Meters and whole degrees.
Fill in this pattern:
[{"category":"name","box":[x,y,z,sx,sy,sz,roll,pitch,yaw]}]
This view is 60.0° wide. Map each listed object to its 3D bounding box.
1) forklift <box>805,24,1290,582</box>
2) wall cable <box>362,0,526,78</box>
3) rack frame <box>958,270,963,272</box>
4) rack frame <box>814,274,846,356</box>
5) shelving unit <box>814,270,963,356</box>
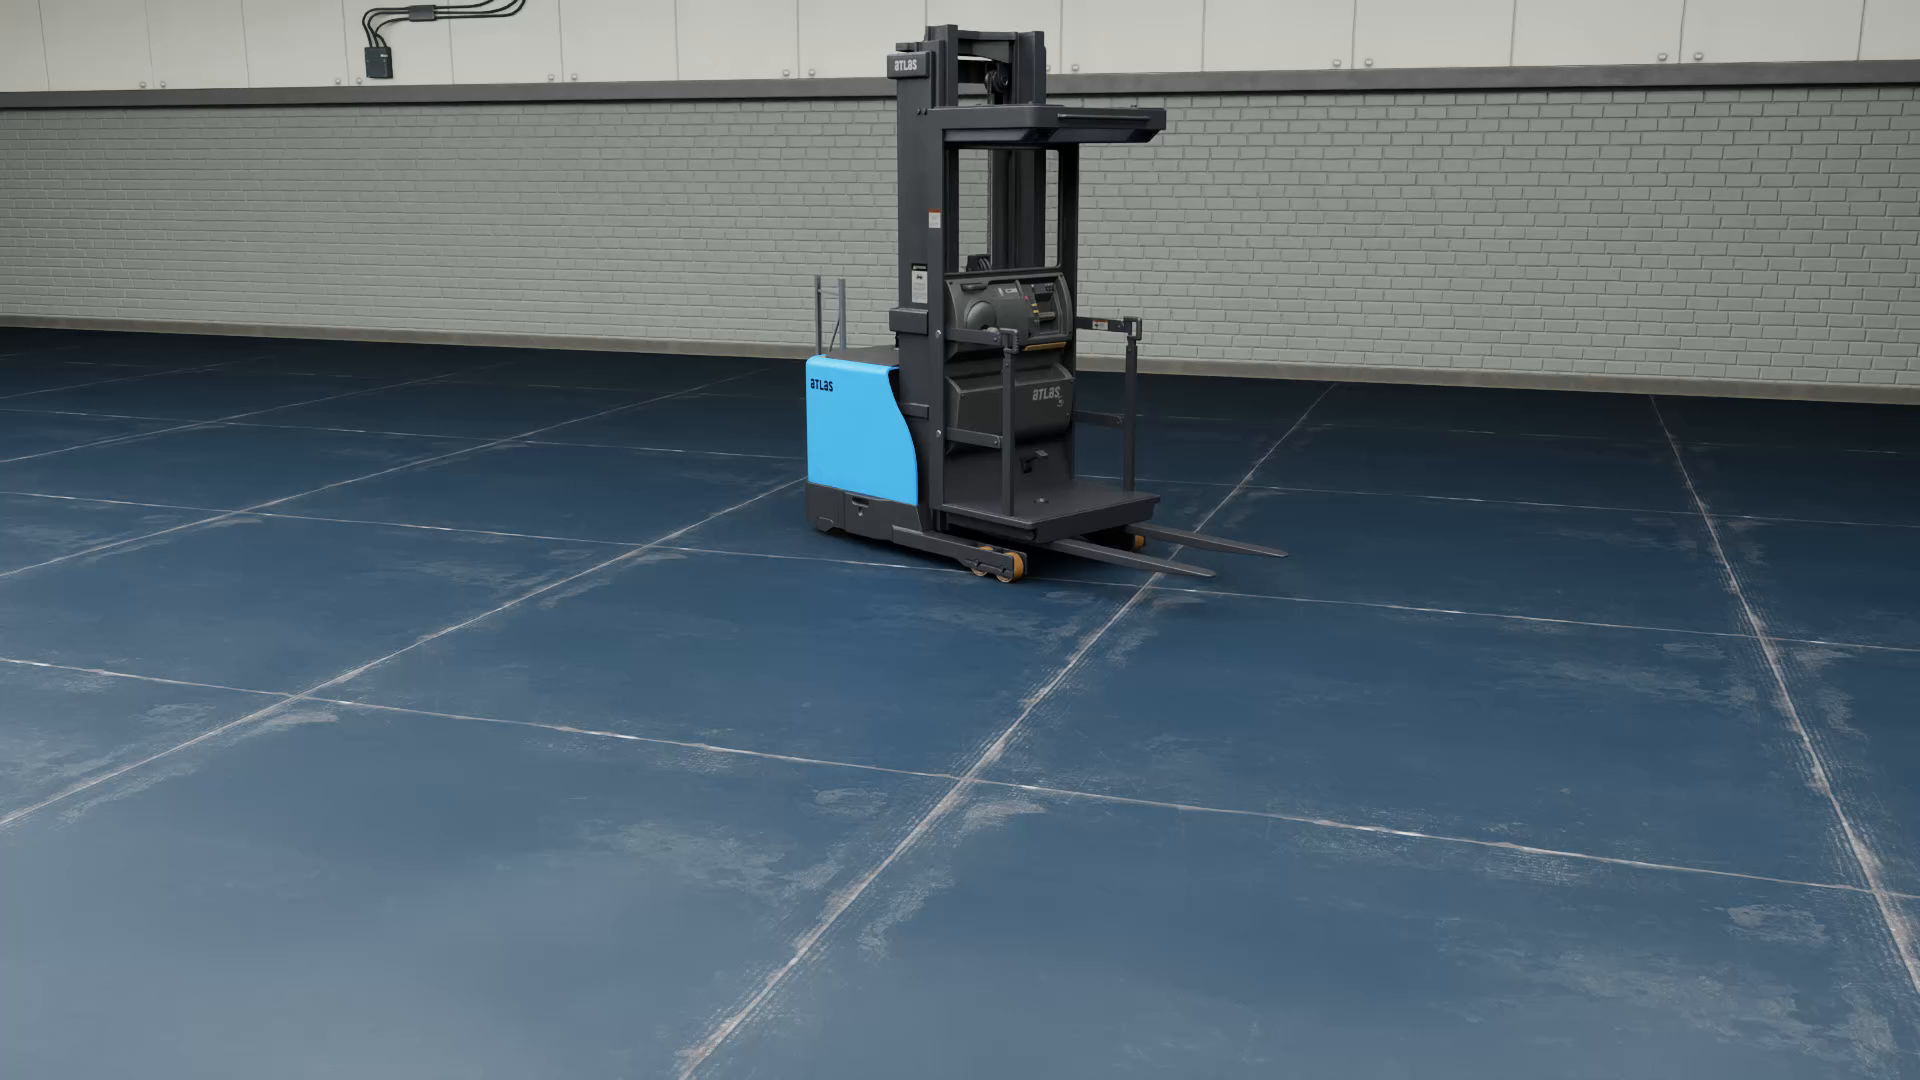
[{"category":"forklift","box":[0.433,-1.328,9.218,1.130,2.935,3.031,-12,17,-42]},{"category":"wall cable","box":[-6.060,-8.432,19.066,2.305,6.003,0.169,4,14,18]},{"category":"rack frame","box":[0.095,-1.045,11.191,0.032,1.500,0.500,-6,14,-24]},{"category":"rack frame","box":[-0.832,-0.952,10.784,0.032,1.500,0.500,-6,14,-24]},{"category":"shelving unit","box":[-0.377,-0.997,10.984,1.083,1.500,0.587,-6,14,-24]}]
